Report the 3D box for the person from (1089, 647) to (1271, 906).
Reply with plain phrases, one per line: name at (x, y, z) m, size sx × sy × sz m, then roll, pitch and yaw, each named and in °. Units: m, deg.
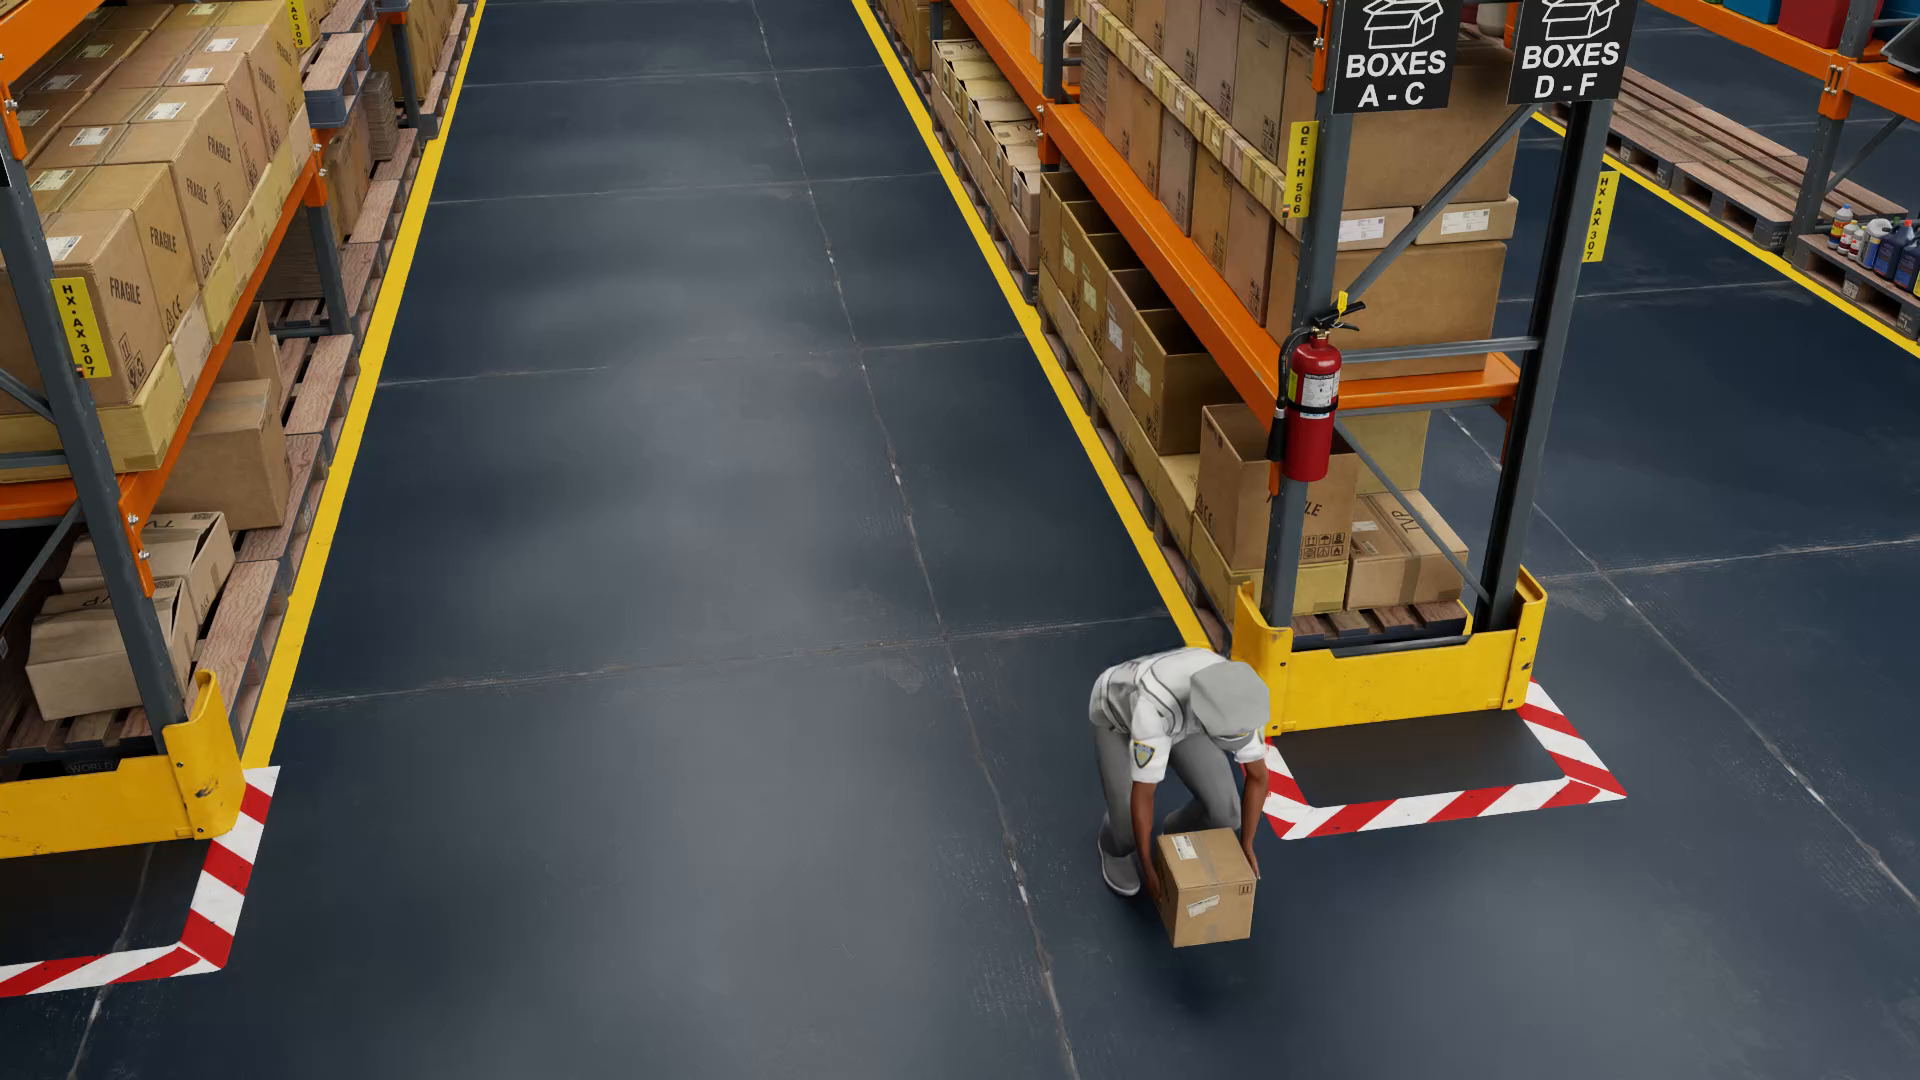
person at (0.723, 0.734, 5.483) m, size 0.491 × 1.076 × 0.827 m, roll -6°, pitch 31°, yaw -10°
